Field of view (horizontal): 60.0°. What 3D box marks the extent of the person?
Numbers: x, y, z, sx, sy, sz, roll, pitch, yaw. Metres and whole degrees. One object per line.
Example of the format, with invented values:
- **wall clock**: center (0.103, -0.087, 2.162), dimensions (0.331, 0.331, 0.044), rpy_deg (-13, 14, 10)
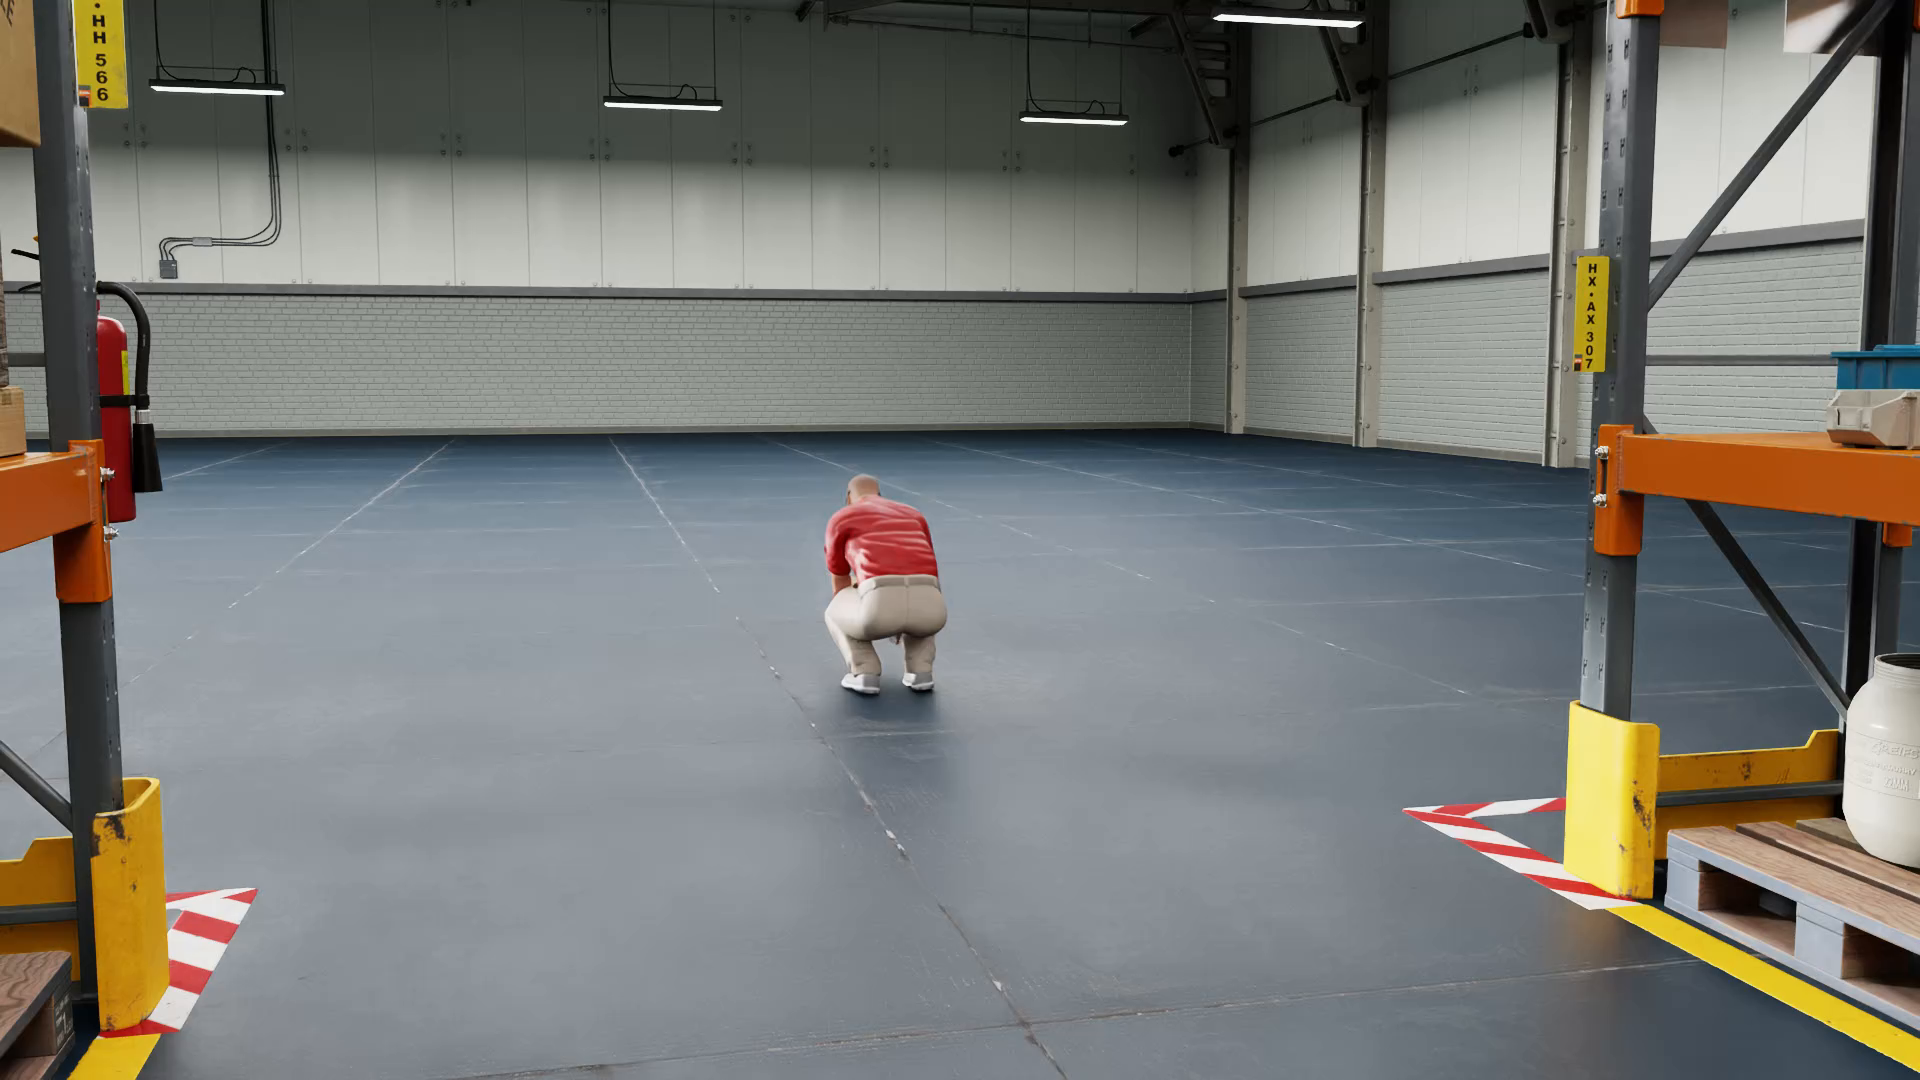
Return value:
- **person**: center (-0.352, 0.197, 7.783), dimensions (0.545, 0.983, 0.859), rpy_deg (-2, 6, -14)
